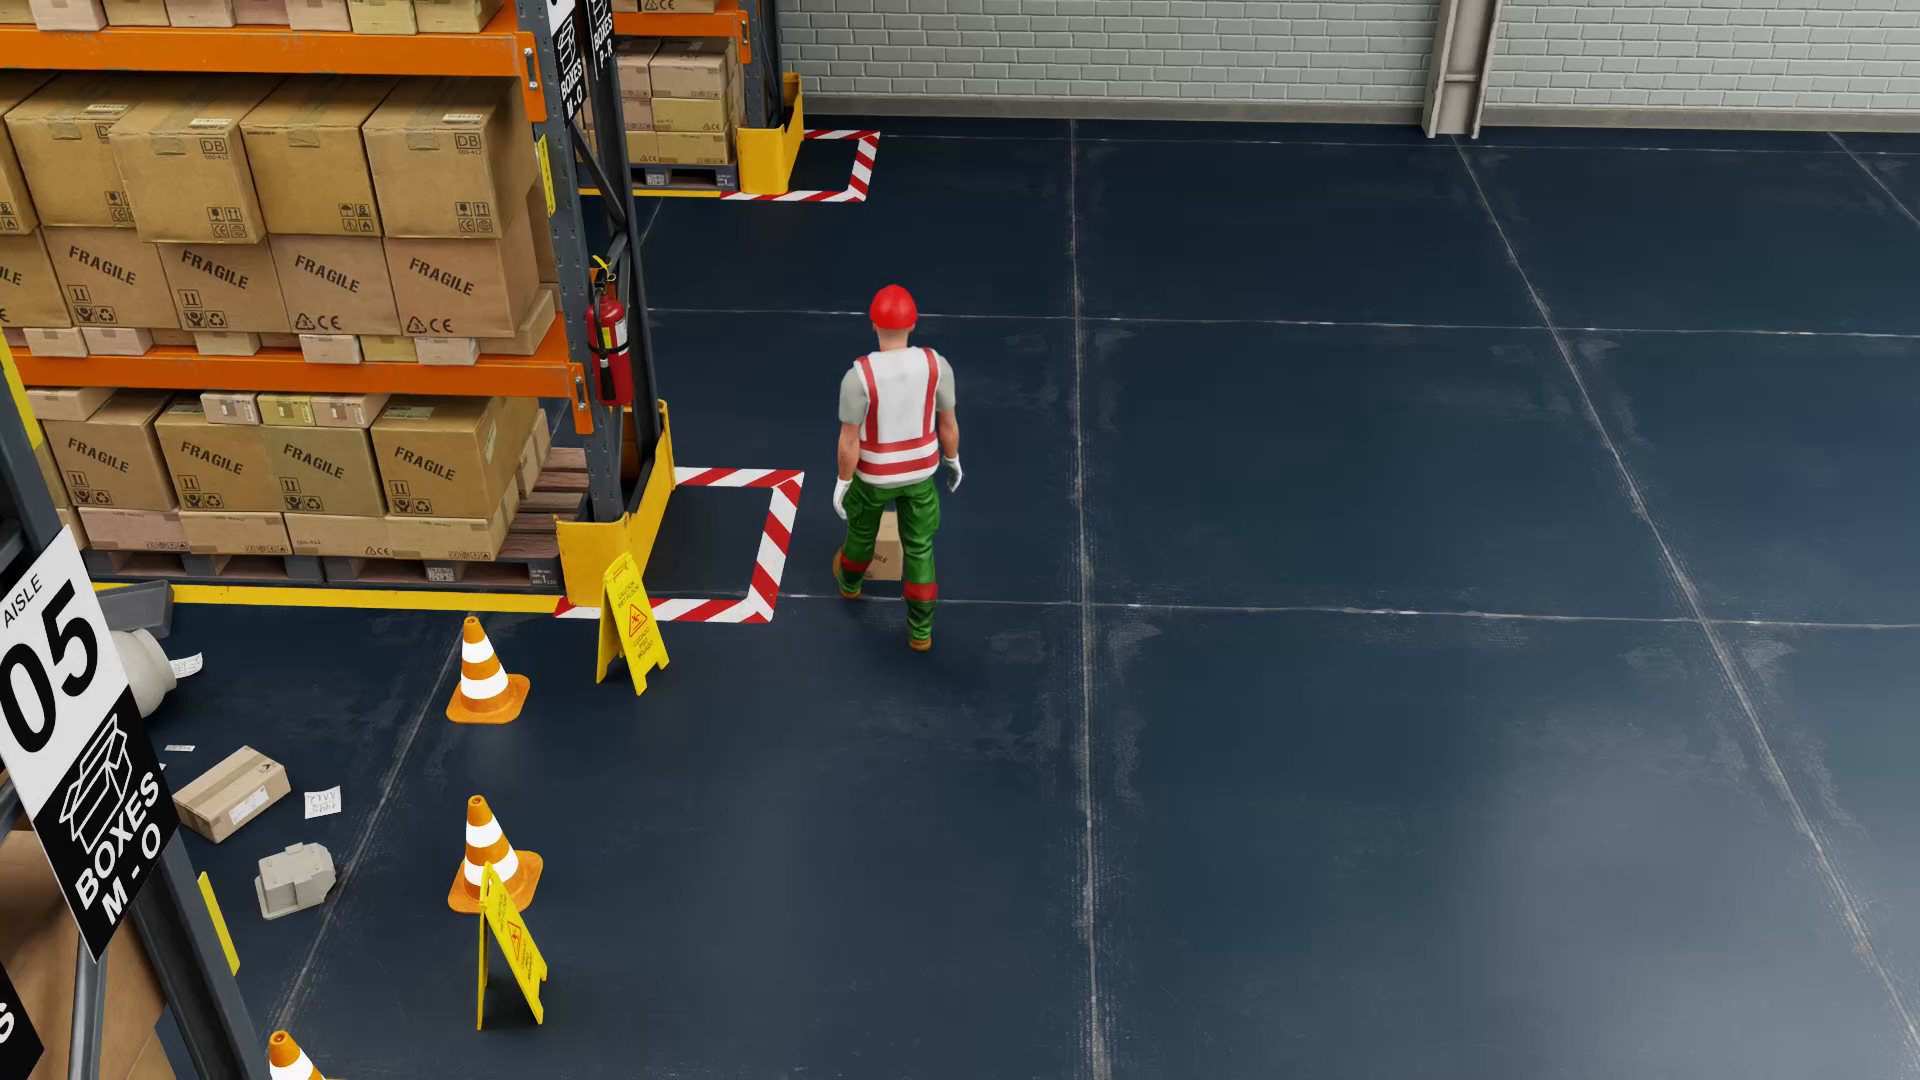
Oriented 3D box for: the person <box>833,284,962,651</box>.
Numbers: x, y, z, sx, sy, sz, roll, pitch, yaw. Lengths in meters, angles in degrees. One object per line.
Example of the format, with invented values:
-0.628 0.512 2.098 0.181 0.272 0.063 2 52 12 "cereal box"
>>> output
-0.327 -0.392 7.644 0.619 1.779 0.768 -9 36 -13 "person"
